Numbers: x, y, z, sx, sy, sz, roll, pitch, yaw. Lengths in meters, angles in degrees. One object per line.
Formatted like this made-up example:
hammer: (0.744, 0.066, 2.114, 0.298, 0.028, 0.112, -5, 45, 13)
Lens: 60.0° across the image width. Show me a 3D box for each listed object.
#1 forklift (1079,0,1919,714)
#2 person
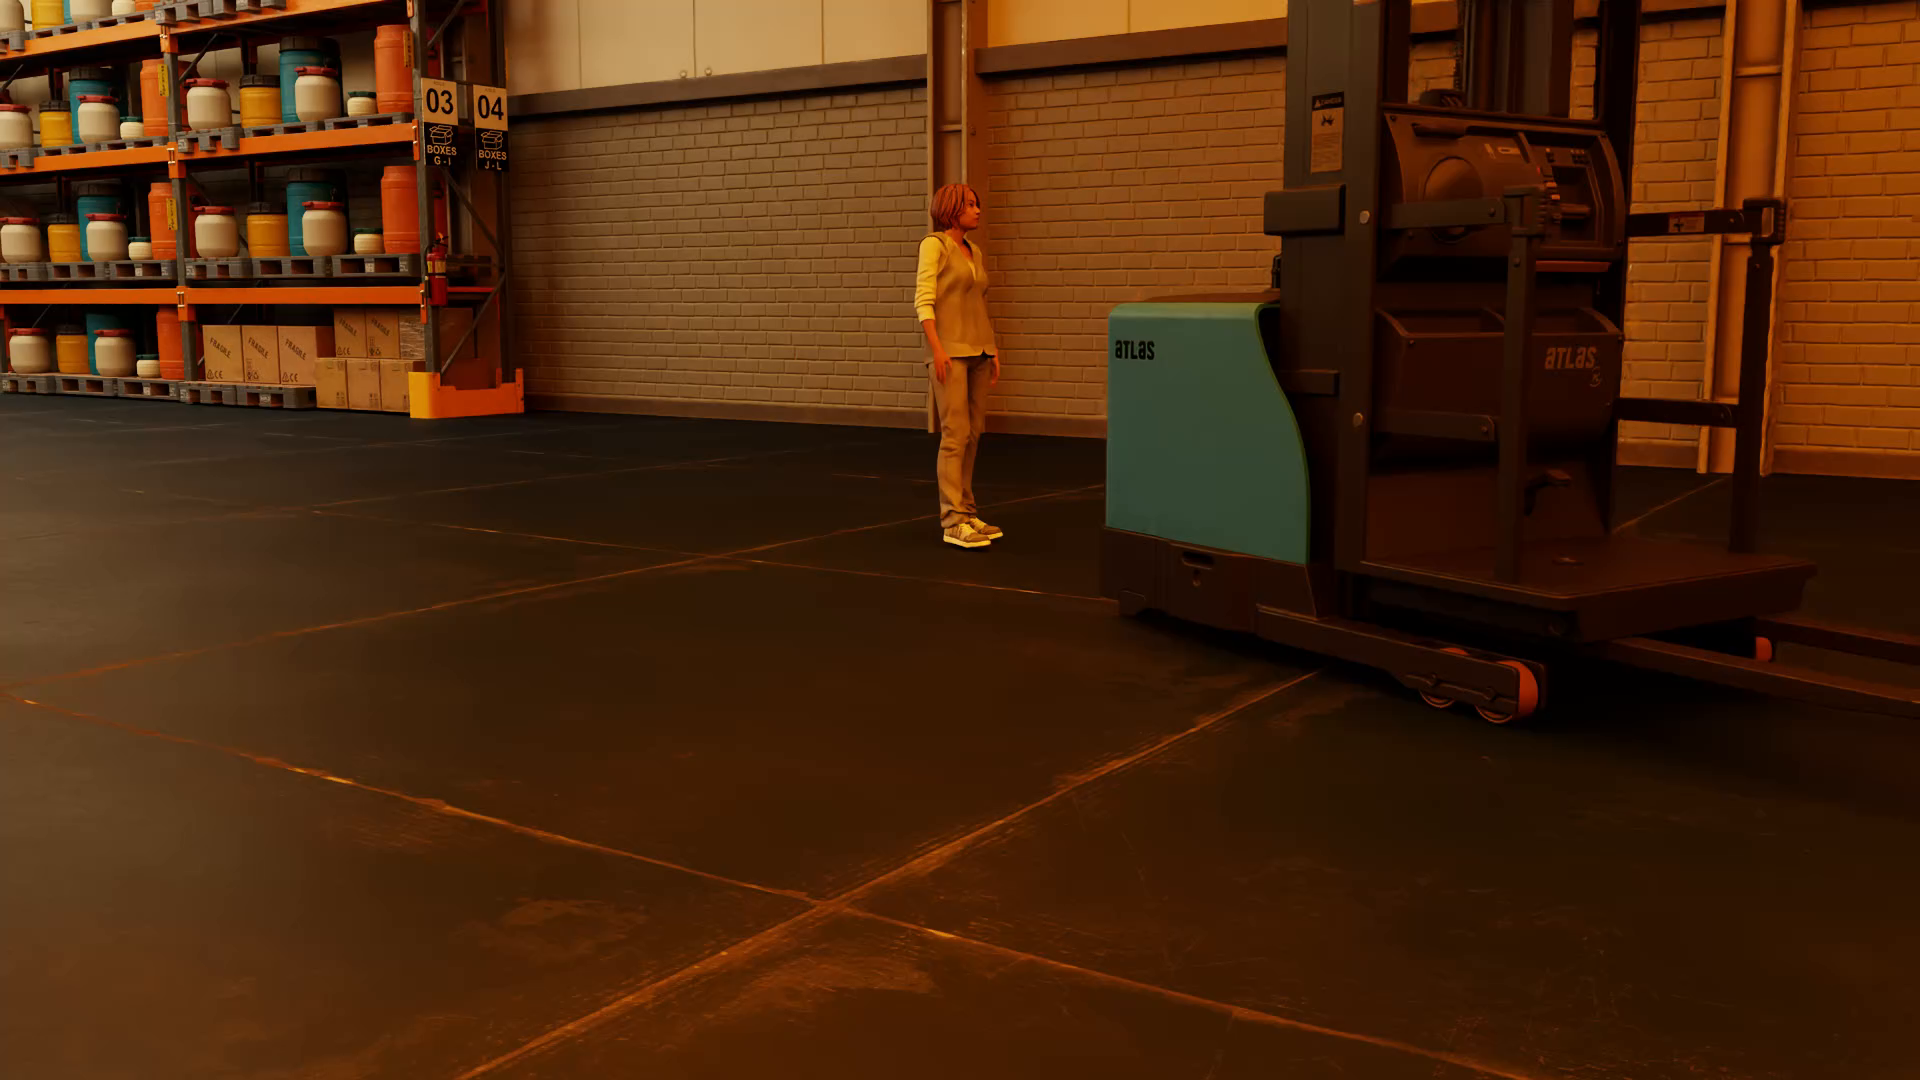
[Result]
forklift: (1.619, -1.067, 4.697, 1.130, 2.935, 3.031, -5, 9, -31)
person: (0.054, -0.791, 7.437, 0.472, 1.600, 0.520, 5, 10, 34)
